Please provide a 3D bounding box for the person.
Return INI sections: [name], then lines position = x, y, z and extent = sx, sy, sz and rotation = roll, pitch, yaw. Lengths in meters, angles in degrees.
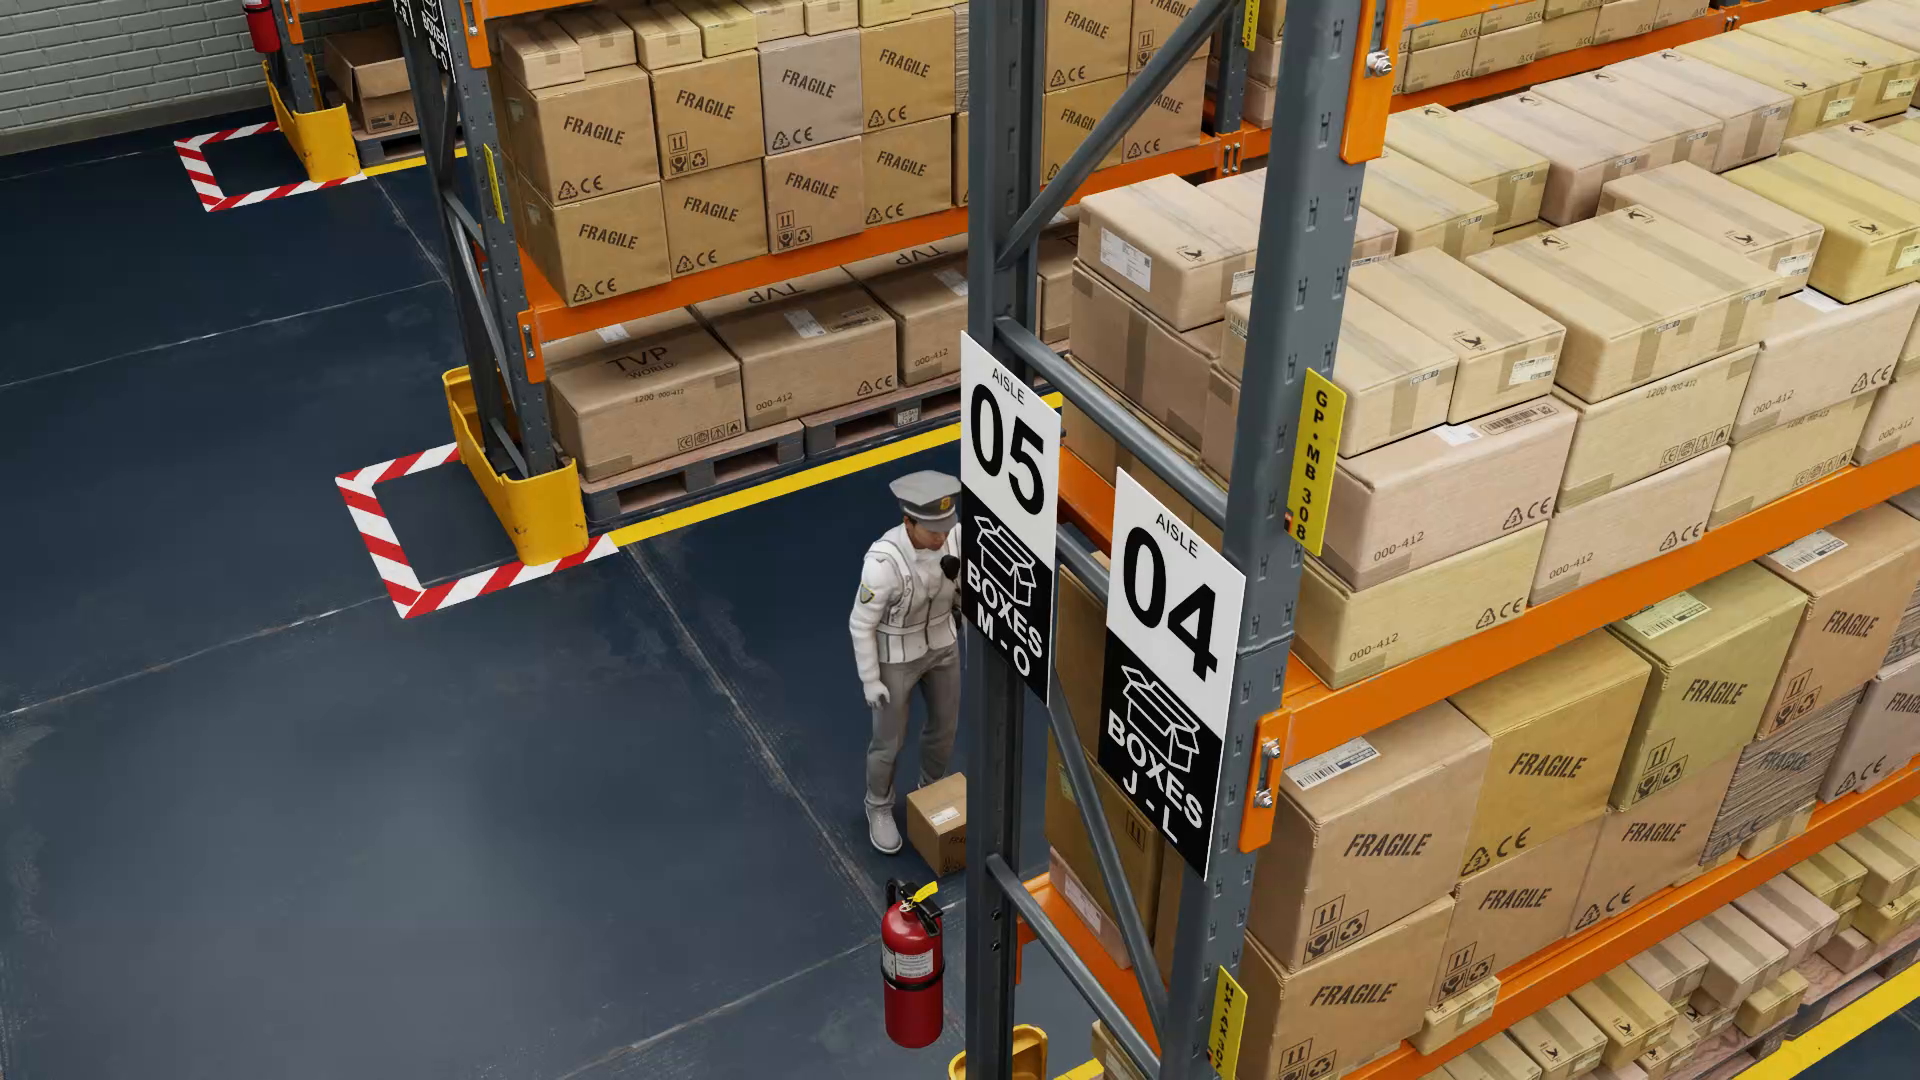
[person]
position = -0.160, 0.440, 6.338
extent = 0.545, 1.666, 0.370
rotation = -21, 42, -25
